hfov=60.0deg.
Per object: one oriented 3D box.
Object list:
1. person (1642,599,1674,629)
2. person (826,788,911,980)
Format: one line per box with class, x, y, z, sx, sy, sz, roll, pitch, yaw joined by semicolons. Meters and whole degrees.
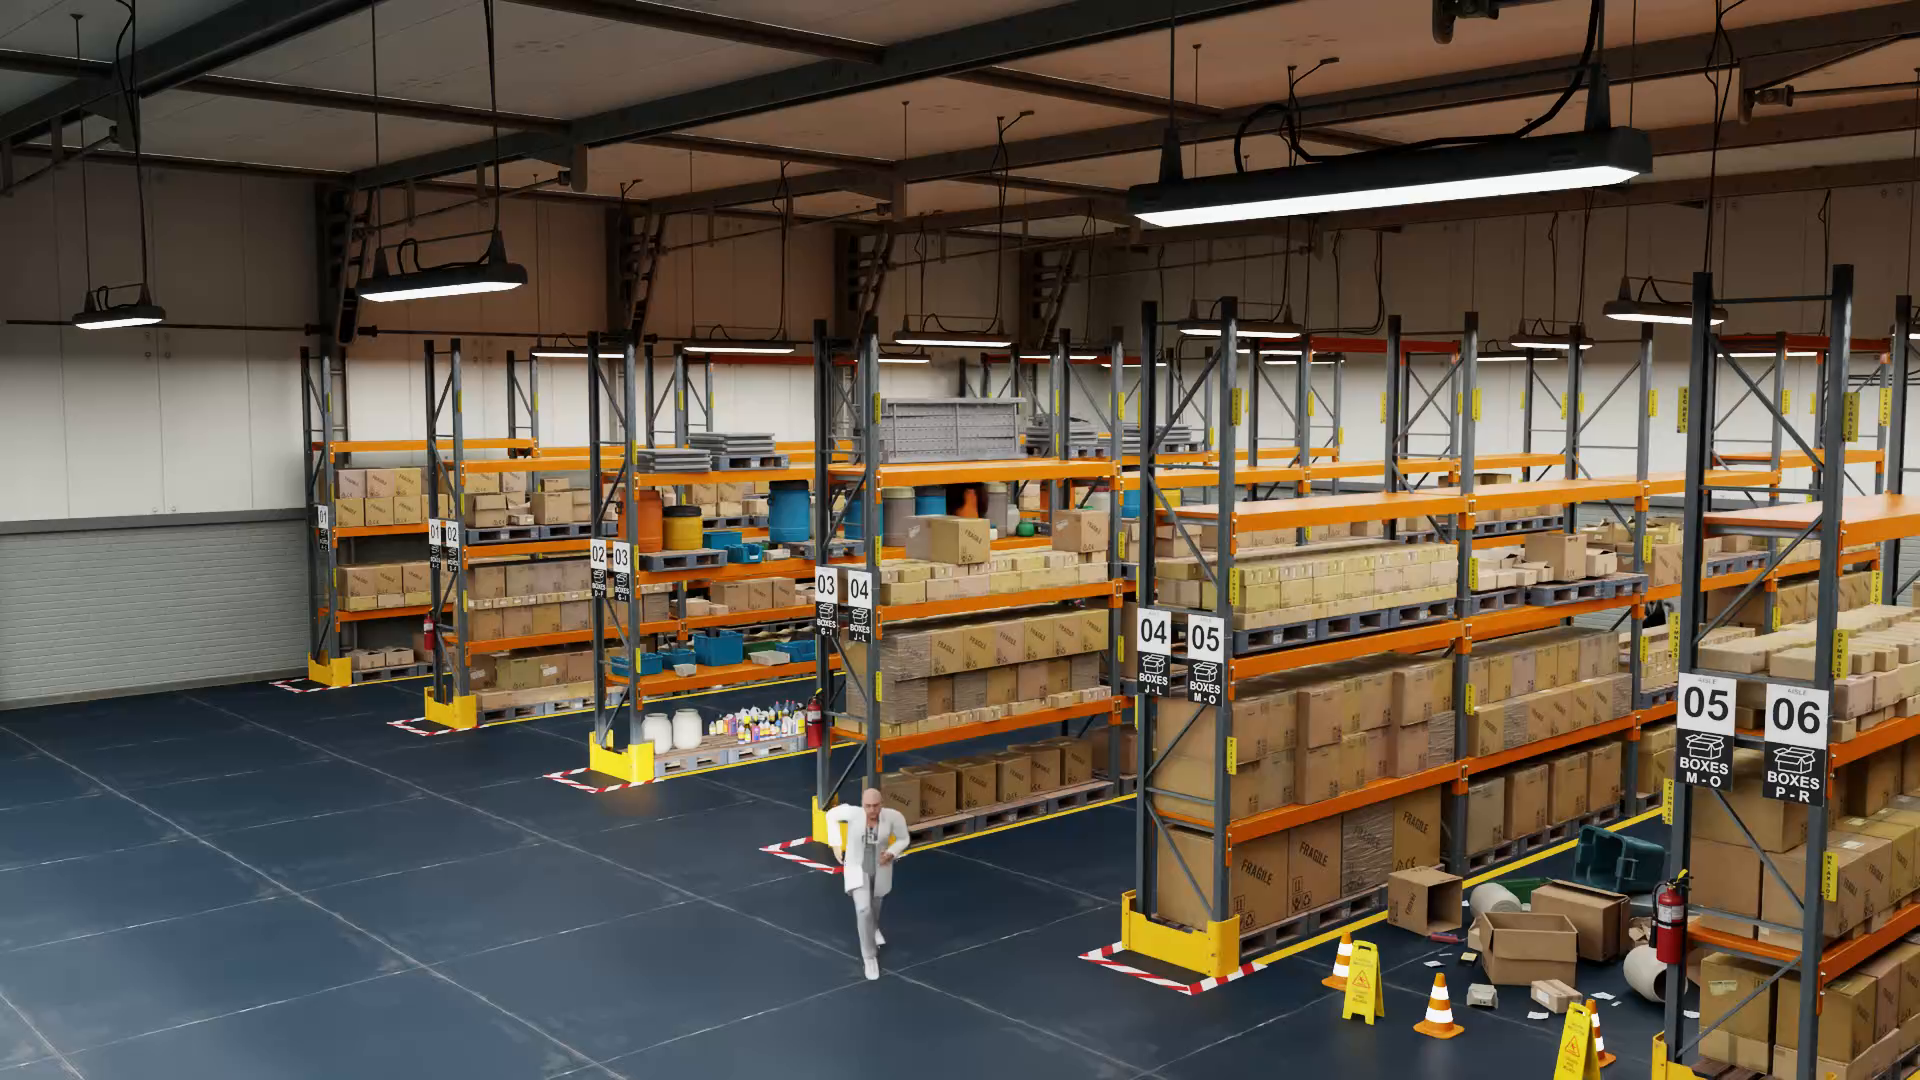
person;12.548;1.691;30.136;0.688;1.750;0.962;3;6;27
person;-0.835;3.080;15.082;0.753;1.637;1.021;-1;5;-6
